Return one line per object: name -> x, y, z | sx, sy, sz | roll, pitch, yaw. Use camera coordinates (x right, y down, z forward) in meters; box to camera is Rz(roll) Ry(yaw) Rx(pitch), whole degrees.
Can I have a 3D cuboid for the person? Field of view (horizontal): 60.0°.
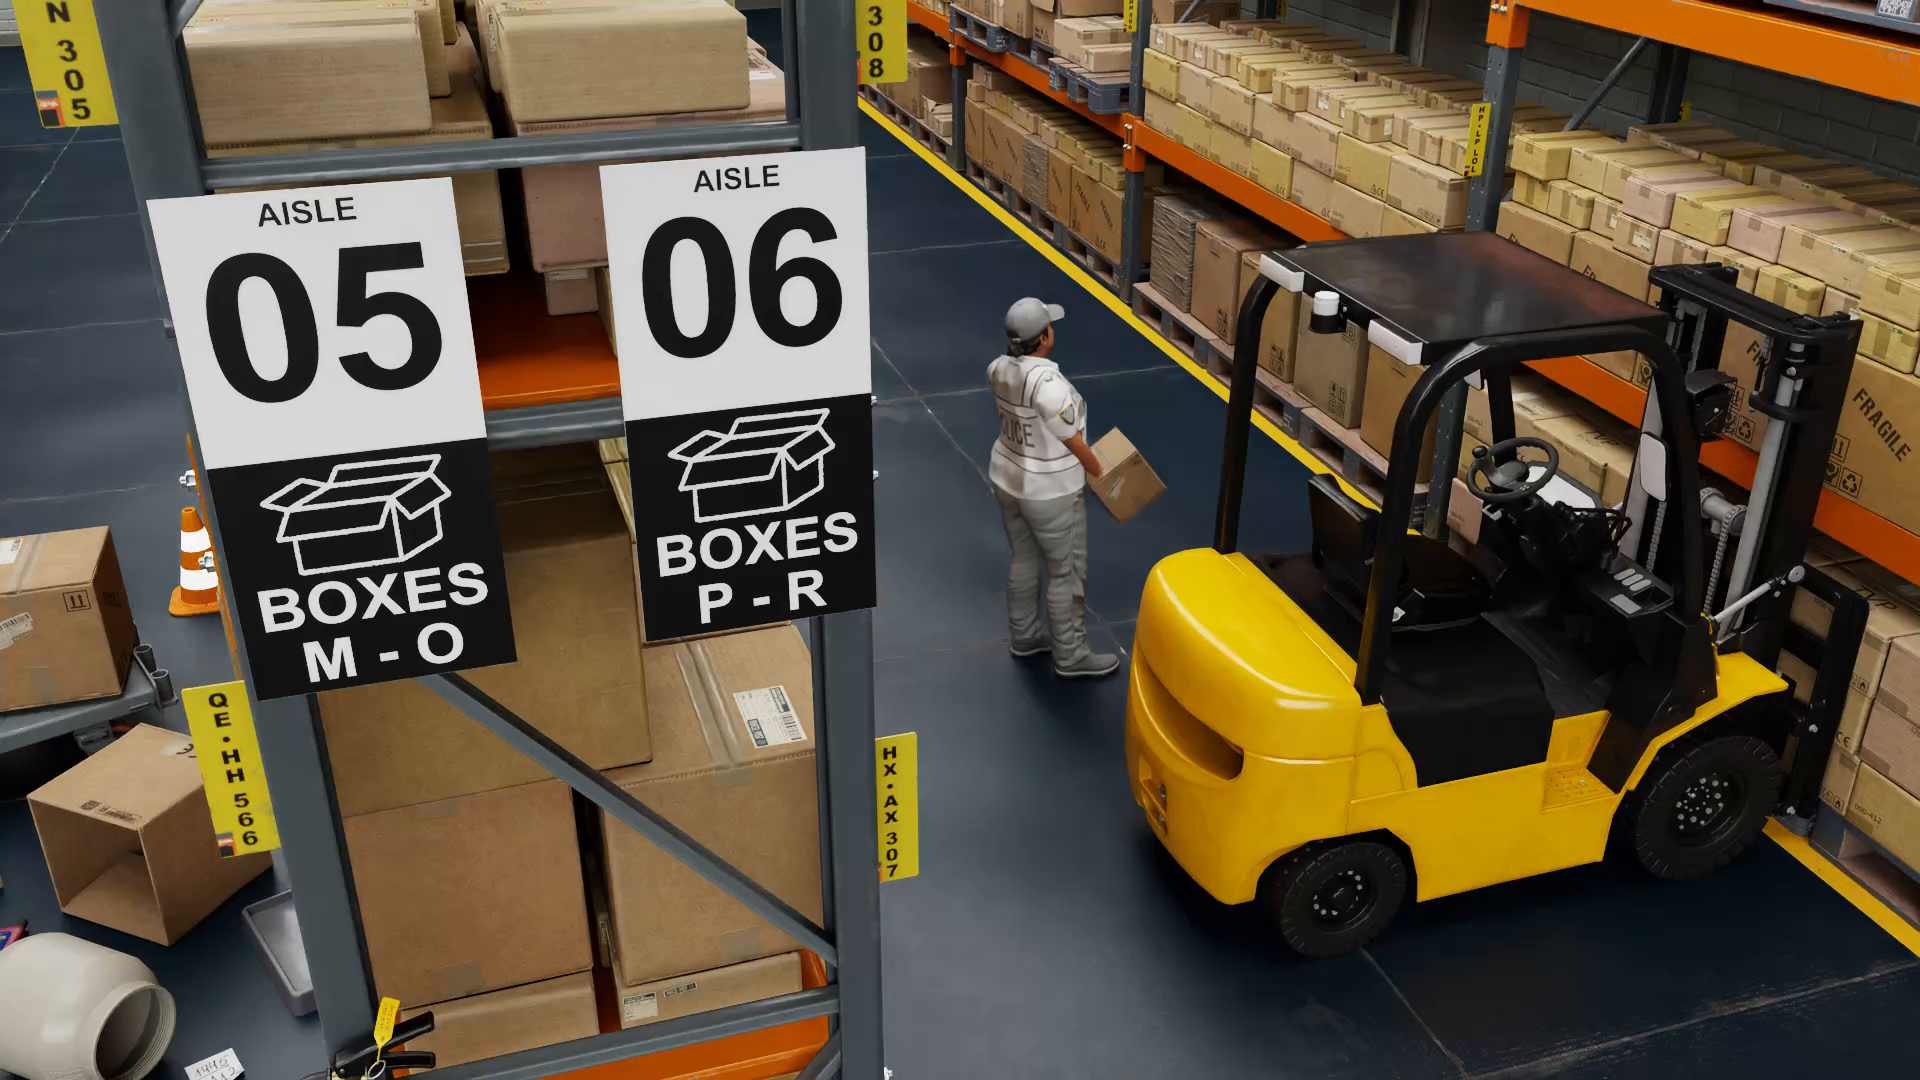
person -> 0.390, -0.224, 7.050 | 0.469, 1.672, 0.541 | -16, 31, -30
